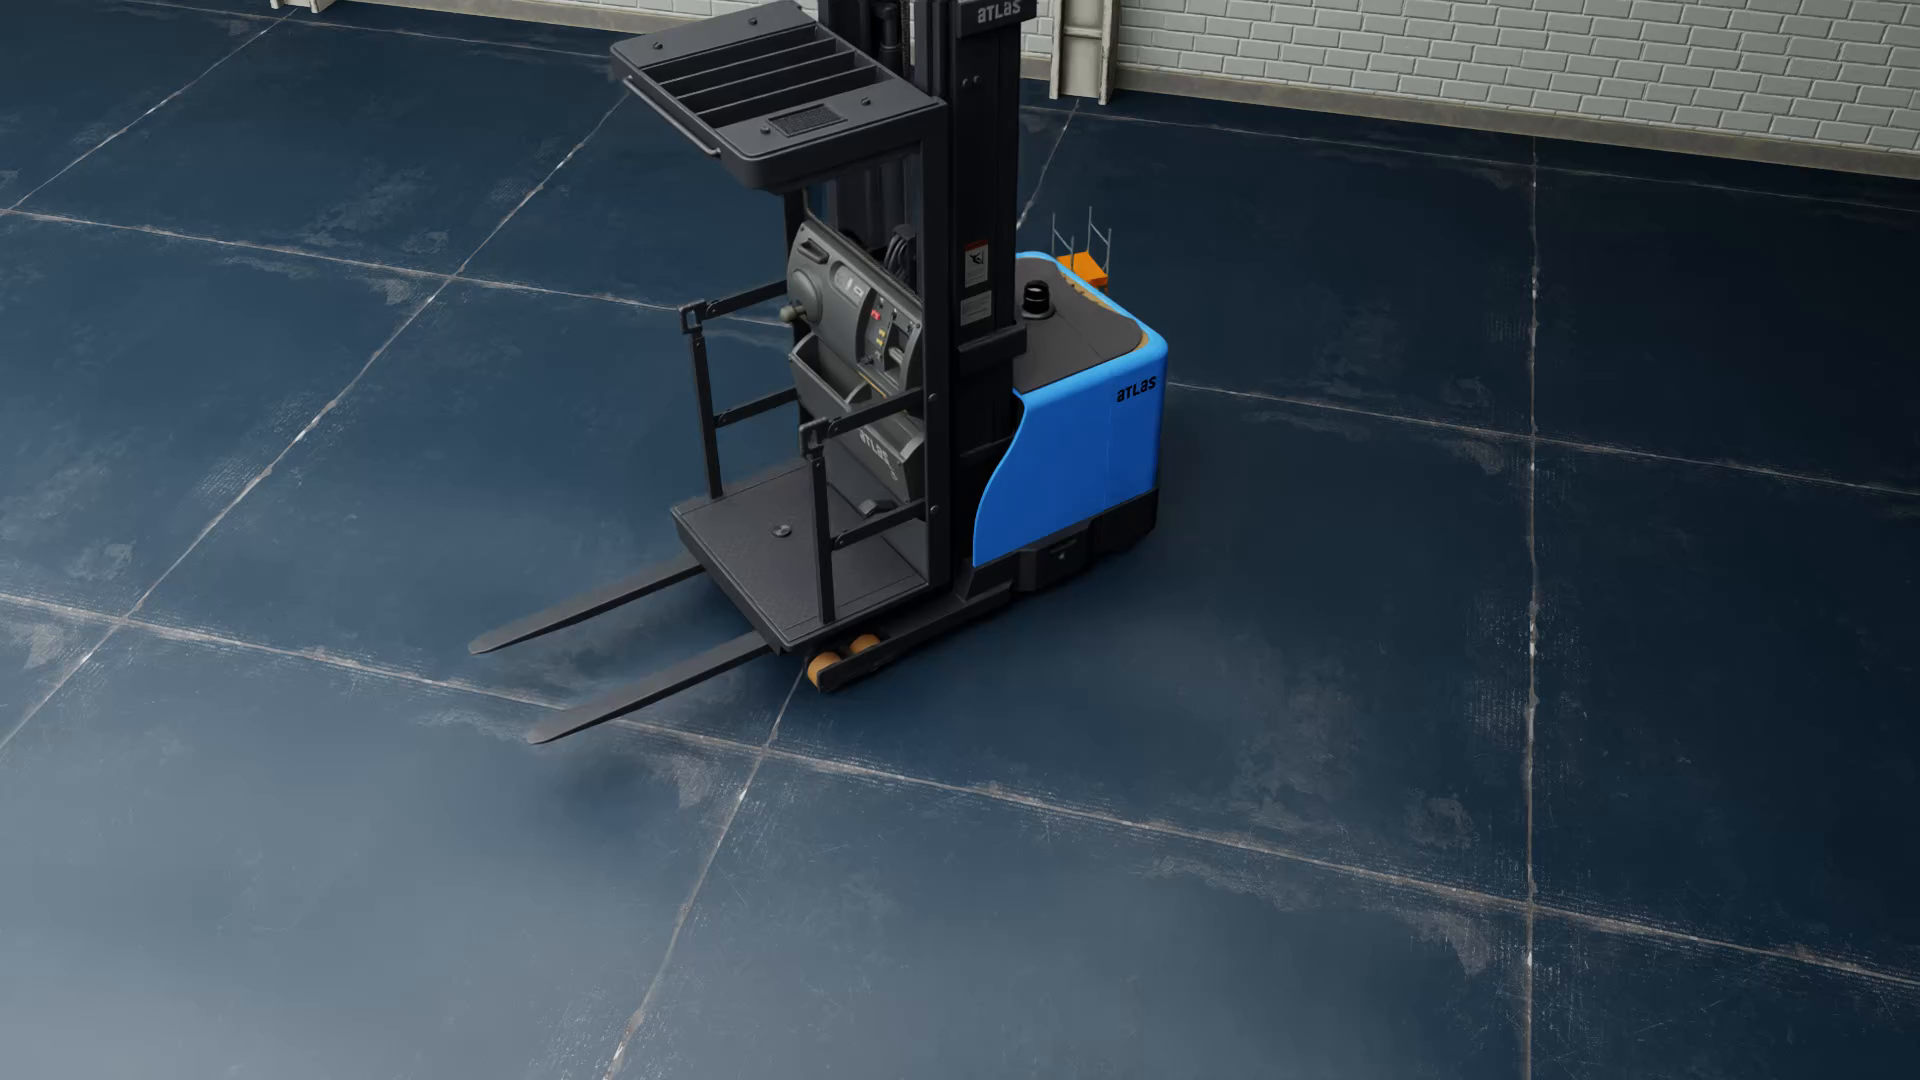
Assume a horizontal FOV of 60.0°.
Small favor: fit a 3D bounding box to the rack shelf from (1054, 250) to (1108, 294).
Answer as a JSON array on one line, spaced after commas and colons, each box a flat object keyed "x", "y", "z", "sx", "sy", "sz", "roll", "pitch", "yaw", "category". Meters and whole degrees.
[{"x": 0.560, "y": -1.243, "z": 7.807, "sx": 0.180, "sy": 0.103, "sz": 0.258, "roll": -13, "pitch": 42, "yaw": -15, "category": "rack shelf"}]

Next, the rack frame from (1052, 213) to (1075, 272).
[{"x": 0.475, "y": -0.981, "z": 7.986, "sx": 0.006, "sy": 1.200, "sz": 0.240, "roll": -13, "pitch": 42, "yaw": -15, "category": "rack frame"}]

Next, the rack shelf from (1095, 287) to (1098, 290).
[{"x": 0.560, "y": -1.151, "z": 7.884, "sx": 0.180, "sy": 0.103, "sz": 0.258, "roll": -13, "pitch": 42, "yaw": -15, "category": "rack shelf"}]

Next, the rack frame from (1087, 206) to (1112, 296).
[{"x": 0.646, "y": -1.022, "z": 8.034, "sx": 0.006, "sy": 1.200, "sz": 0.240, "roll": -13, "pitch": 42, "yaw": -15, "category": "rack frame"}]

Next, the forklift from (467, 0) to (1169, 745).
[{"x": -0.597, "y": -0.876, "z": 6.514, "sx": 3.031, "sy": 2.935, "sz": 1.130, "roll": -23, "pitch": 45, "yaw": -25, "category": "forklift"}]

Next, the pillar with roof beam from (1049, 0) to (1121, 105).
[{"x": -0.273, "y": -3.845, "z": 5.331, "sx": 0.400, "sy": 9.000, "sz": 9.100, "roll": 10, "pitch": 41, "yaw": 11, "category": "pillar with roof beam"}]

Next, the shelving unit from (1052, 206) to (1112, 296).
[{"x": 0.560, "y": -1.002, "z": 8.010, "sx": 0.189, "sy": 1.200, "sz": 0.258, "roll": -13, "pitch": 42, "yaw": -15, "category": "shelving unit"}]
